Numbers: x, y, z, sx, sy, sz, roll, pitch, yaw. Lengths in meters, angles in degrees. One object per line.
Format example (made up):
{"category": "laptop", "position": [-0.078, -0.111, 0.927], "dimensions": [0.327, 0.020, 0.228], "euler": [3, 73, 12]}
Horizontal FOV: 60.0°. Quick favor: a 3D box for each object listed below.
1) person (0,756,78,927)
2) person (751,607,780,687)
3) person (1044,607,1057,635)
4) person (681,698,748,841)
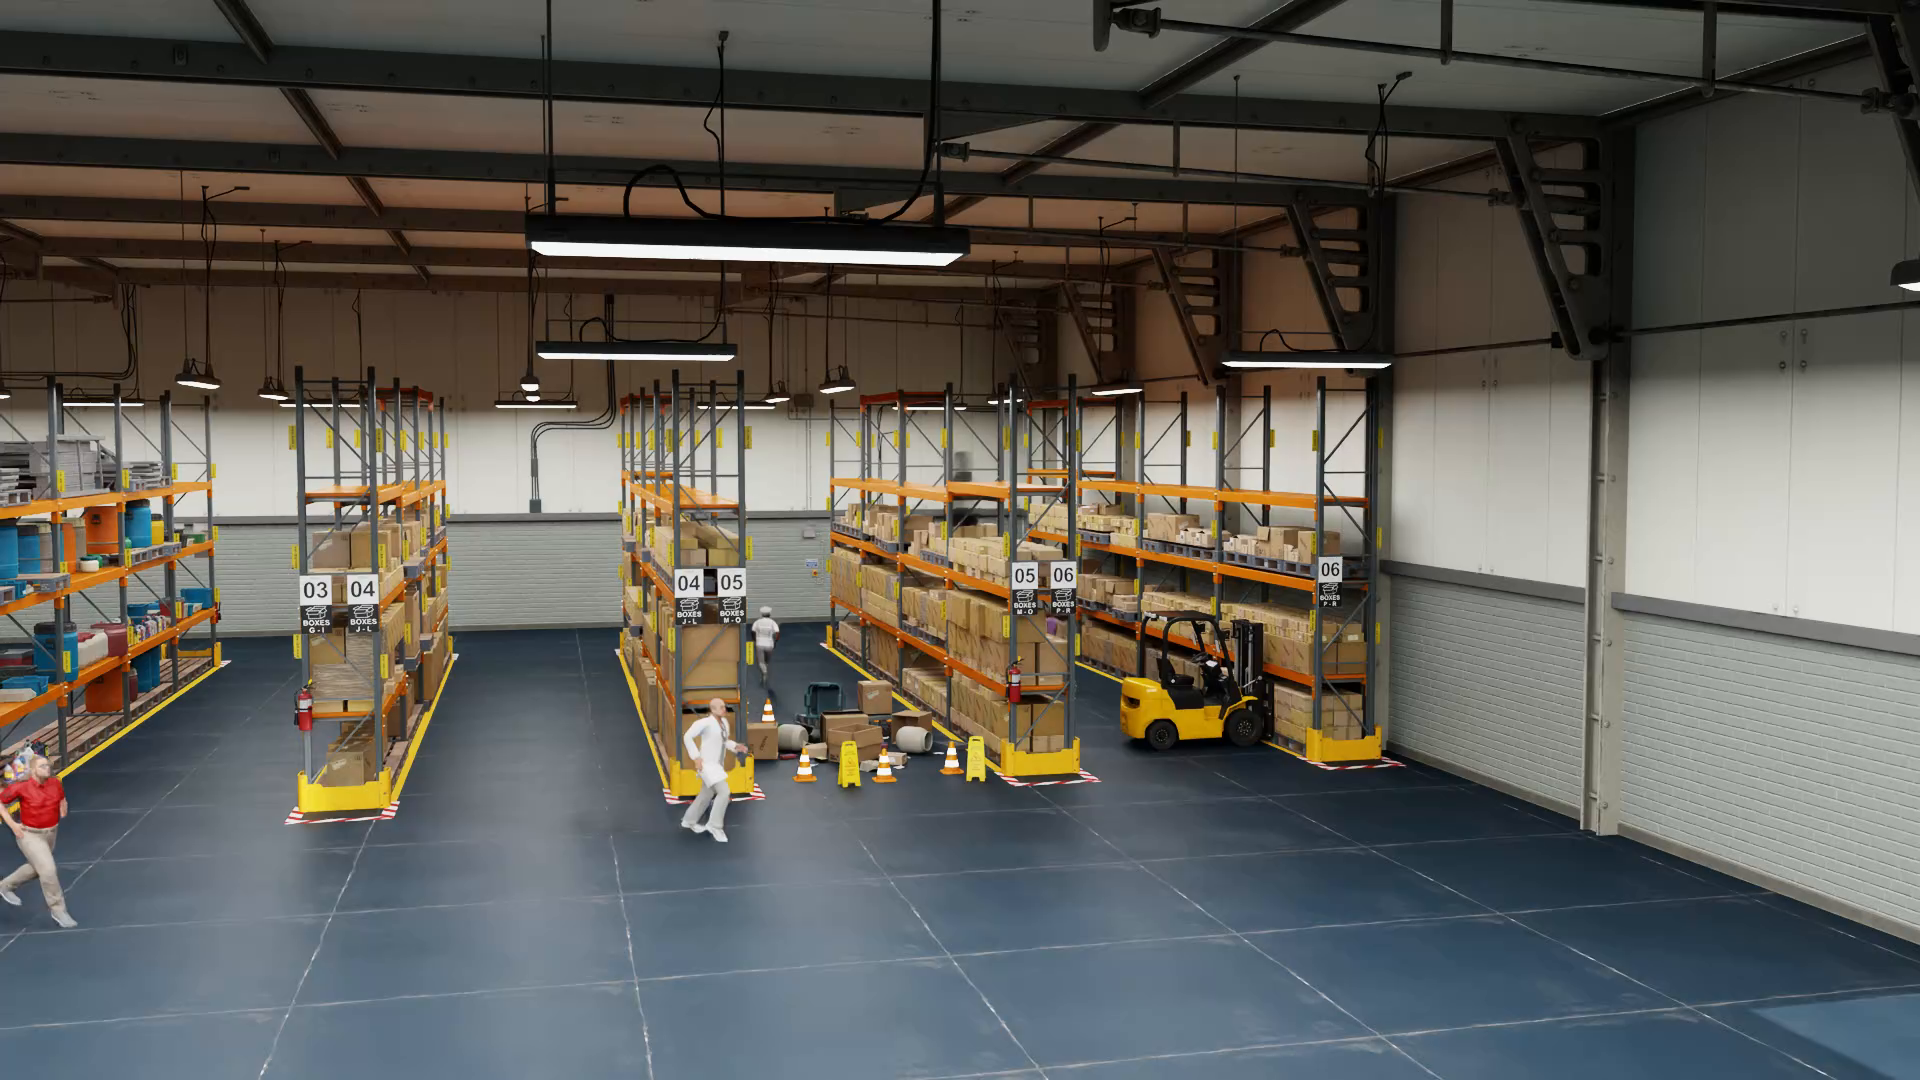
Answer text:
{"category": "person", "position": [-9.629, 3.130, 17.332], "dimensions": [1.085, 1.780, 0.625], "euler": [1, 3, 12]}
{"category": "person", "position": [-3.921, 2.205, 33.489], "dimensions": [0.575, 1.680, 0.933], "euler": [-1, 3, -11]}
{"category": "person", "position": [1.790, 2.163, 34.182], "dimensions": [0.504, 1.585, 0.732], "euler": [-2, 4, -27]}
{"category": "person", "position": [-3.128, 2.895, 20.930], "dimensions": [0.936, 1.830, 0.636], "euler": [1, 4, 18]}
